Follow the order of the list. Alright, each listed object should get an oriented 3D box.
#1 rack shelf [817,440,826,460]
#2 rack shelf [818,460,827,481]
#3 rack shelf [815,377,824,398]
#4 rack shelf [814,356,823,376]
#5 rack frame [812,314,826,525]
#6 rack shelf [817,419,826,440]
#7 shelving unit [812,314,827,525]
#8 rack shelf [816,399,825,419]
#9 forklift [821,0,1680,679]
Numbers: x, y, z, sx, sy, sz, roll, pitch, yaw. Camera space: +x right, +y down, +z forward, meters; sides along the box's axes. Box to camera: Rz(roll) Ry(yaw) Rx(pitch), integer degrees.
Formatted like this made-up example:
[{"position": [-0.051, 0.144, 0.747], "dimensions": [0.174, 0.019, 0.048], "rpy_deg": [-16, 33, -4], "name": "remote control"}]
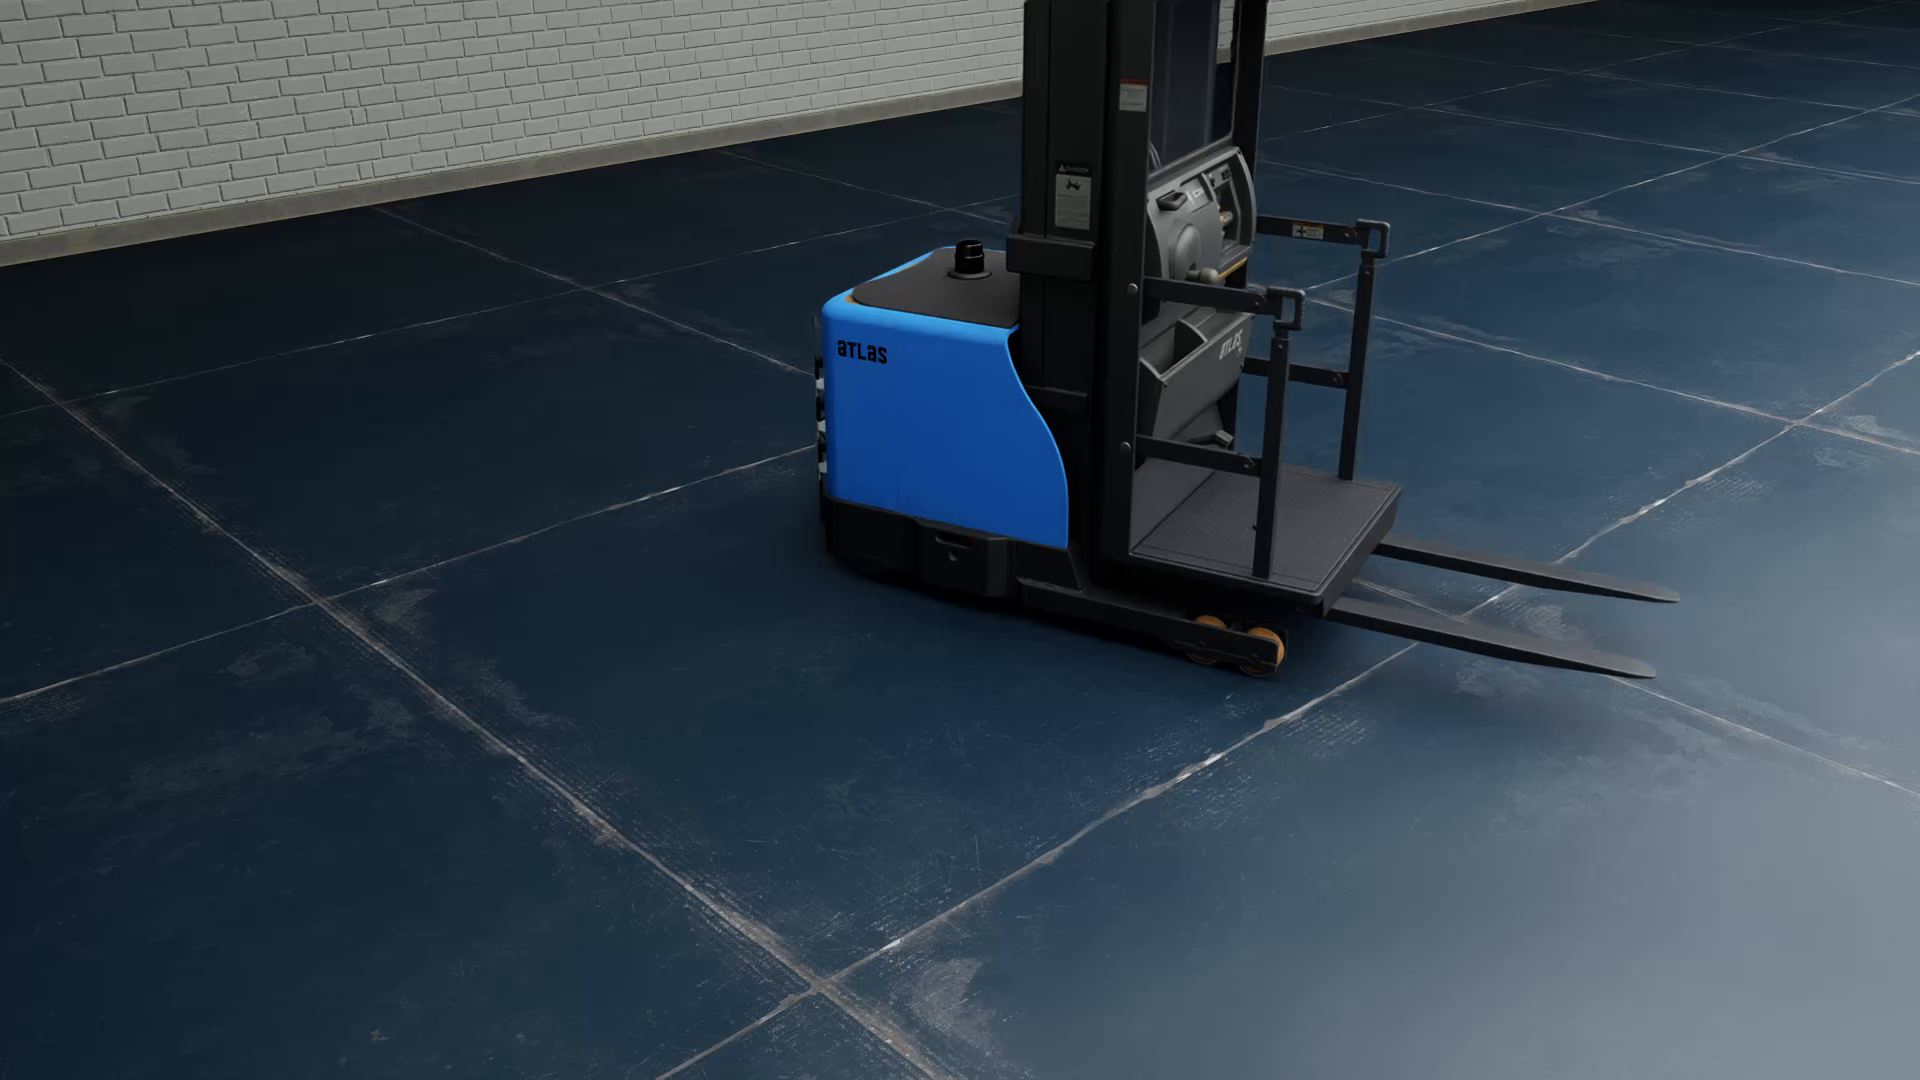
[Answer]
[{"position": [-0.429, -0.385, 6.807], "dimensions": [0.200, 0.077, 0.258], "rpy_deg": [13, 27, 26], "name": "rack shelf"}, {"position": [-0.429, -0.303, 6.845], "dimensions": [0.200, 0.077, 0.258], "rpy_deg": [13, 27, 26], "name": "rack shelf"}, {"position": [-0.429, -0.631, 6.695], "dimensions": [0.200, 0.077, 0.258], "rpy_deg": [13, 27, 26], "name": "rack shelf"}, {"position": [-0.429, -0.713, 6.658], "dimensions": [0.200, 0.077, 0.258], "rpy_deg": [13, 27, 26], "name": "rack shelf"}, {"position": [-0.519, -0.517, 6.800], "dimensions": [0.006, 0.900, 0.240], "rpy_deg": [13, 27, 26], "name": "rack frame"}, {"position": [-0.429, -0.467, 6.770], "dimensions": [0.200, 0.077, 0.258], "rpy_deg": [13, 27, 26], "name": "rack shelf"}, {"position": [-0.429, -0.497, 6.756], "dimensions": [0.210, 0.900, 0.258], "rpy_deg": [13, 27, 26], "name": "shelving unit"}, {"position": [-0.429, -0.549, 6.733], "dimensions": [0.200, 0.077, 0.258], "rpy_deg": [13, 27, 26], "name": "rack shelf"}, {"position": [1.019, -1.115, 5.662], "dimensions": [3.031, 2.935, 1.130], "rpy_deg": [13, 27, 26], "name": "forklift"}]
